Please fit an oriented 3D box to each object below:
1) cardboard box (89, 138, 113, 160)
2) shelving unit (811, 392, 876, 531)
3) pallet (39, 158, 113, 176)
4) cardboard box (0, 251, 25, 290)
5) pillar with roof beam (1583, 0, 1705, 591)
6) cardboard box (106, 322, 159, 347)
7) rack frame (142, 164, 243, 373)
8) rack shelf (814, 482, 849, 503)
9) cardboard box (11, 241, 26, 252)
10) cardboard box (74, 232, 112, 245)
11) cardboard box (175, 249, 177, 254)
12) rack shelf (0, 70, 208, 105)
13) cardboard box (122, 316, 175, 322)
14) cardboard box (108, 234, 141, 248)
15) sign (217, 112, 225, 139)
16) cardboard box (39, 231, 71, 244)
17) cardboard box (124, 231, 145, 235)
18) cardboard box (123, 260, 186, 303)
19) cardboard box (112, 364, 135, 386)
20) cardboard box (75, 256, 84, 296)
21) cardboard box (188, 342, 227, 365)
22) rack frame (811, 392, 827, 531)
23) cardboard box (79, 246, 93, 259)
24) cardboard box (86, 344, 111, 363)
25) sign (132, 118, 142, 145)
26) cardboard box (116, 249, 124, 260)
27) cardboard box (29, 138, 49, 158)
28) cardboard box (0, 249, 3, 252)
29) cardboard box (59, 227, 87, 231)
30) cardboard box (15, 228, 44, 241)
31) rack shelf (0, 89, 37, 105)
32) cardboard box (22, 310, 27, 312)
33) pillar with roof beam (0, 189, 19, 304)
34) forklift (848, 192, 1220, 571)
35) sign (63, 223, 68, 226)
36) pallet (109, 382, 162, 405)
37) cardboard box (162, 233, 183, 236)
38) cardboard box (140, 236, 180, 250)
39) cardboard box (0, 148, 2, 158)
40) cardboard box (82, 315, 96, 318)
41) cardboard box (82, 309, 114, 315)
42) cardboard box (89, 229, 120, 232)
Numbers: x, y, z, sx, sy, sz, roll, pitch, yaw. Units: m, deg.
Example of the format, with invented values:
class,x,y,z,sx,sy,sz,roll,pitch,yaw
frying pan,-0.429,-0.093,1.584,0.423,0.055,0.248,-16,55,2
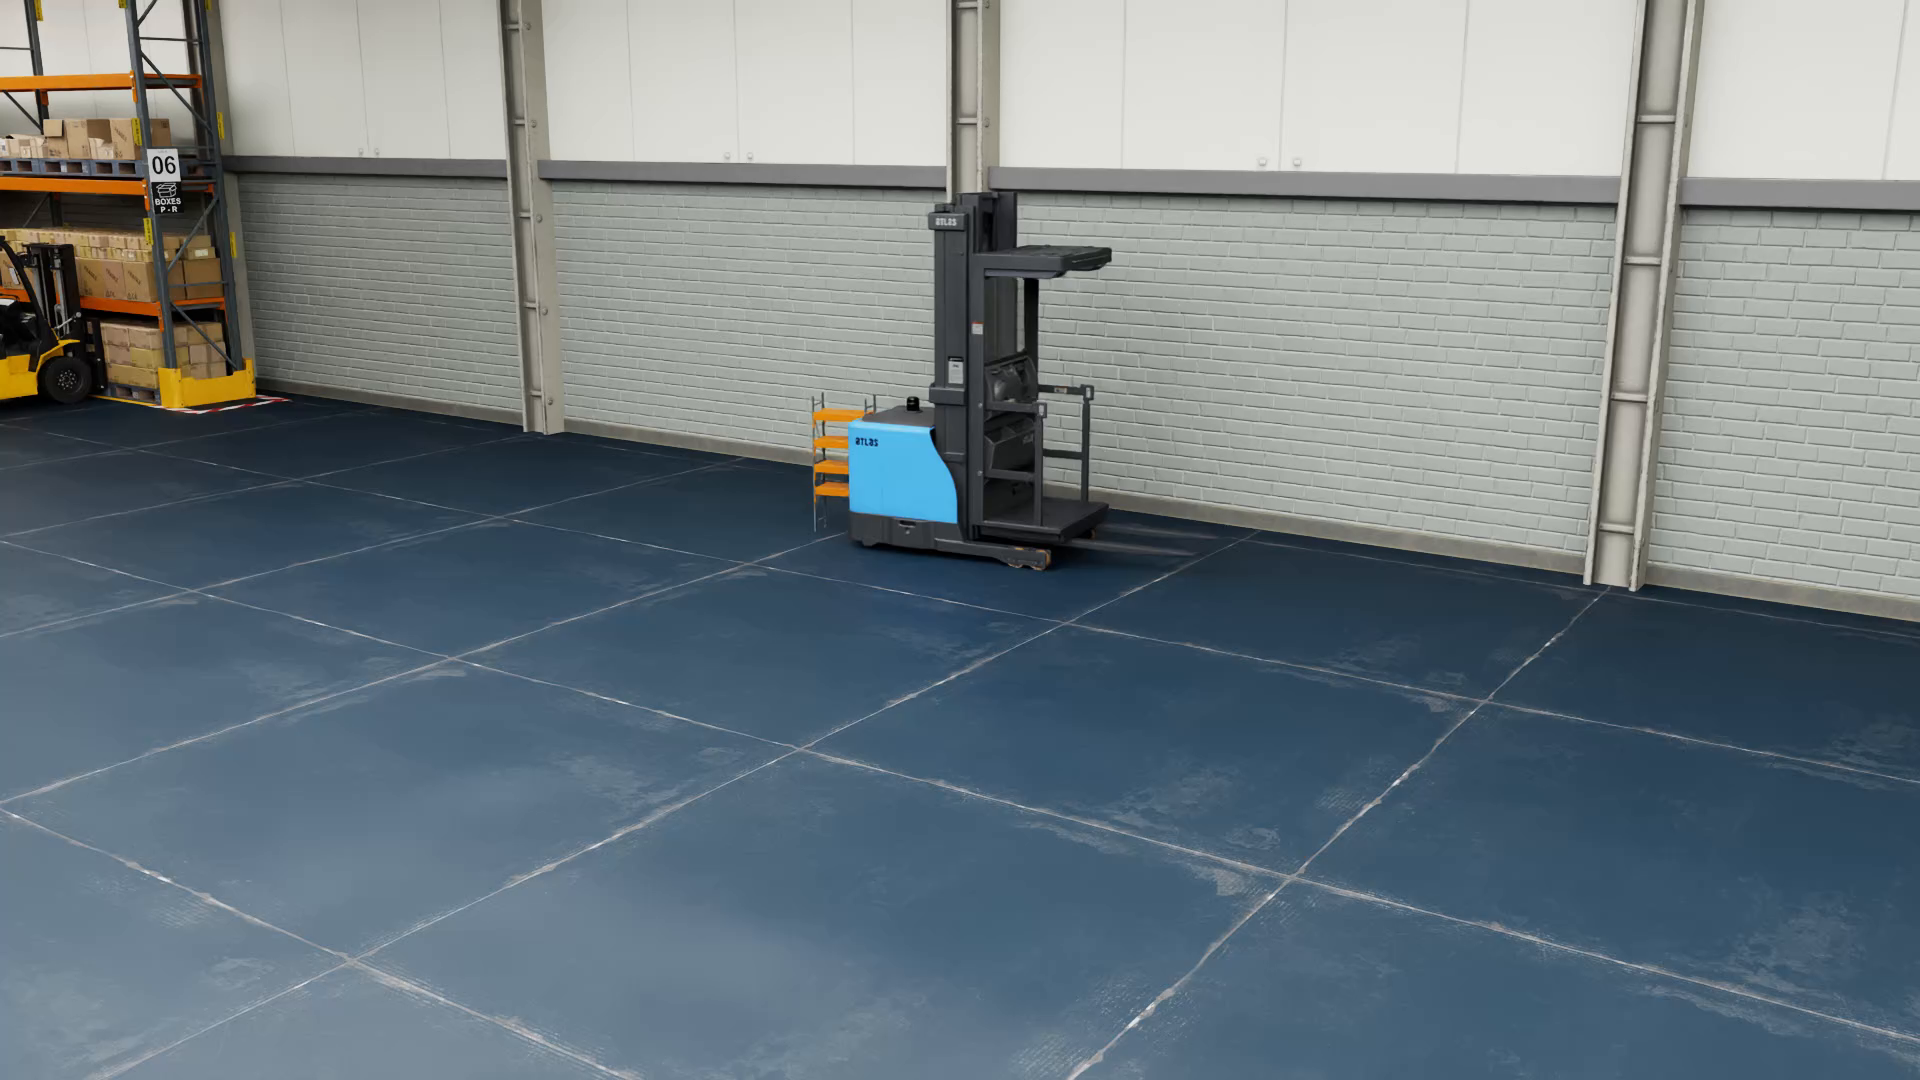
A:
class,x,y,z,sx,sy,sz,roll,pitch,yaw
cardboard box,-10.830,-4.988,21.185,0.258,0.266,0.396,9,17,33
shelving unit,-1.005,-0.666,14.517,0.503,1.200,0.258,5,15,18
pallet,-11.351,-4.937,21.965,1.213,0.211,1.003,9,17,33
cardboard box,-12.859,-3.733,22.955,0.500,0.500,0.500,9,16,31
pillar with roof beam,2.696,-3.173,8.414,0.400,9.000,9.100,9,17,33
cardboard box,-10.745,-2.681,21.680,0.500,0.250,0.500,10,17,34
rack frame,-9.762,-3.260,21.250,0.127,3.000,1.000,9,17,33
rack shelf,-1.005,-0.408,14.581,0.480,0.148,0.258,5,15,18
cardboard box,-12.748,-4.030,22.804,0.250,0.149,0.380,10,17,34
cardboard box,-11.453,-3.978,21.975,0.250,0.149,0.380,9,17,34
cardboard box,-10.139,-3.741,21.635,0.250,0.149,0.380,9,17,33
rack shelf,-11.422,-5.897,21.747,4.000,0.370,1.077,9,17,33
cardboard box,-10.881,-2.852,22.370,0.500,0.250,0.500,9,17,32
cardboard box,-10.796,-3.879,21.572,0.250,0.149,0.380,9,17,33
sign,-9.447,-5.289,21.219,0.005,0.325,0.100,9,17,33
cardboard box,-12.112,-4.068,22.339,0.250,0.149,0.380,9,16,32
cardboard box,-10.939,-4.051,22.269,0.250,0.149,0.380,9,16,31
cardboard box,-10.317,-3.322,21.293,0.500,0.500,0.500,9,16,32
cardboard box,-10.736,-2.198,21.807,0.500,0.250,0.500,9,17,33
cardboard box,-11.591,-3.528,22.123,0.500,0.500,0.500,9,17,33
cardboard box,-10.036,-2.476,21.892,0.500,0.250,0.500,10,17,34
rack frame,-1.236,-0.685,14.592,0.015,1.200,0.240,5,15,18
cardboard box,-11.284,-3.781,21.798,0.250,0.149,0.380,9,17,33
cardboard box,-11.191,-2.509,22.025,0.500,0.250,0.500,9,16,32
sign,-10.077,-5.001,20.363,0.005,0.325,0.100,9,17,33
cardboard box,-10.616,-3.689,21.427,0.250,0.149,0.380,10,17,34
cardboard box,-12.019,-5.180,21.962,0.258,0.266,0.396,9,16,31
cardboard box,-13.631,-3.981,23.435,0.500,0.250,0.500,9,16,32
cardboard box,-12.236,-4.247,23.060,0.250,0.149,0.380,9,17,32
cardboard box,-12.705,-4.189,22.825,0.250,0.149,0.380,9,17,34
rack shelf,-14.741,-6.433,23.914,4.000,0.370,1.077,9,17,33
cardboard box,-14.160,-3.021,24.352,0.625,0.625,0.875,9,17,32
pillar with roof beam,-17.218,-6.392,21.416,0.400,9.000,9.100,9,17,33
forklift,0.605,-1.320,13.556,3.031,2.935,1.130,7,15,25
sign,-12.773,-4.366,23.752,0.005,0.325,0.100,9,17,33
pallet,-10.420,-2.001,21.966,1.213,0.211,1.003,9,17,33
cardboard box,-10.347,-3.930,21.779,0.250,0.149,0.380,10,17,34
cardboard box,-10.177,-3.774,21.149,0.250,0.149,0.380,9,17,33
cardboard box,-12.878,-5.262,22.537,0.250,0.149,0.380,10,17,34
cardboard box,-12.017,-2.888,22.517,0.500,0.250,0.500,10,17,35
cardboard box,-12.136,-3.059,23.204,0.500,0.250,0.500,9,16,32
cardboard box,-11.603,-4.144,22.642,0.250,0.149,0.380,9,16,32
